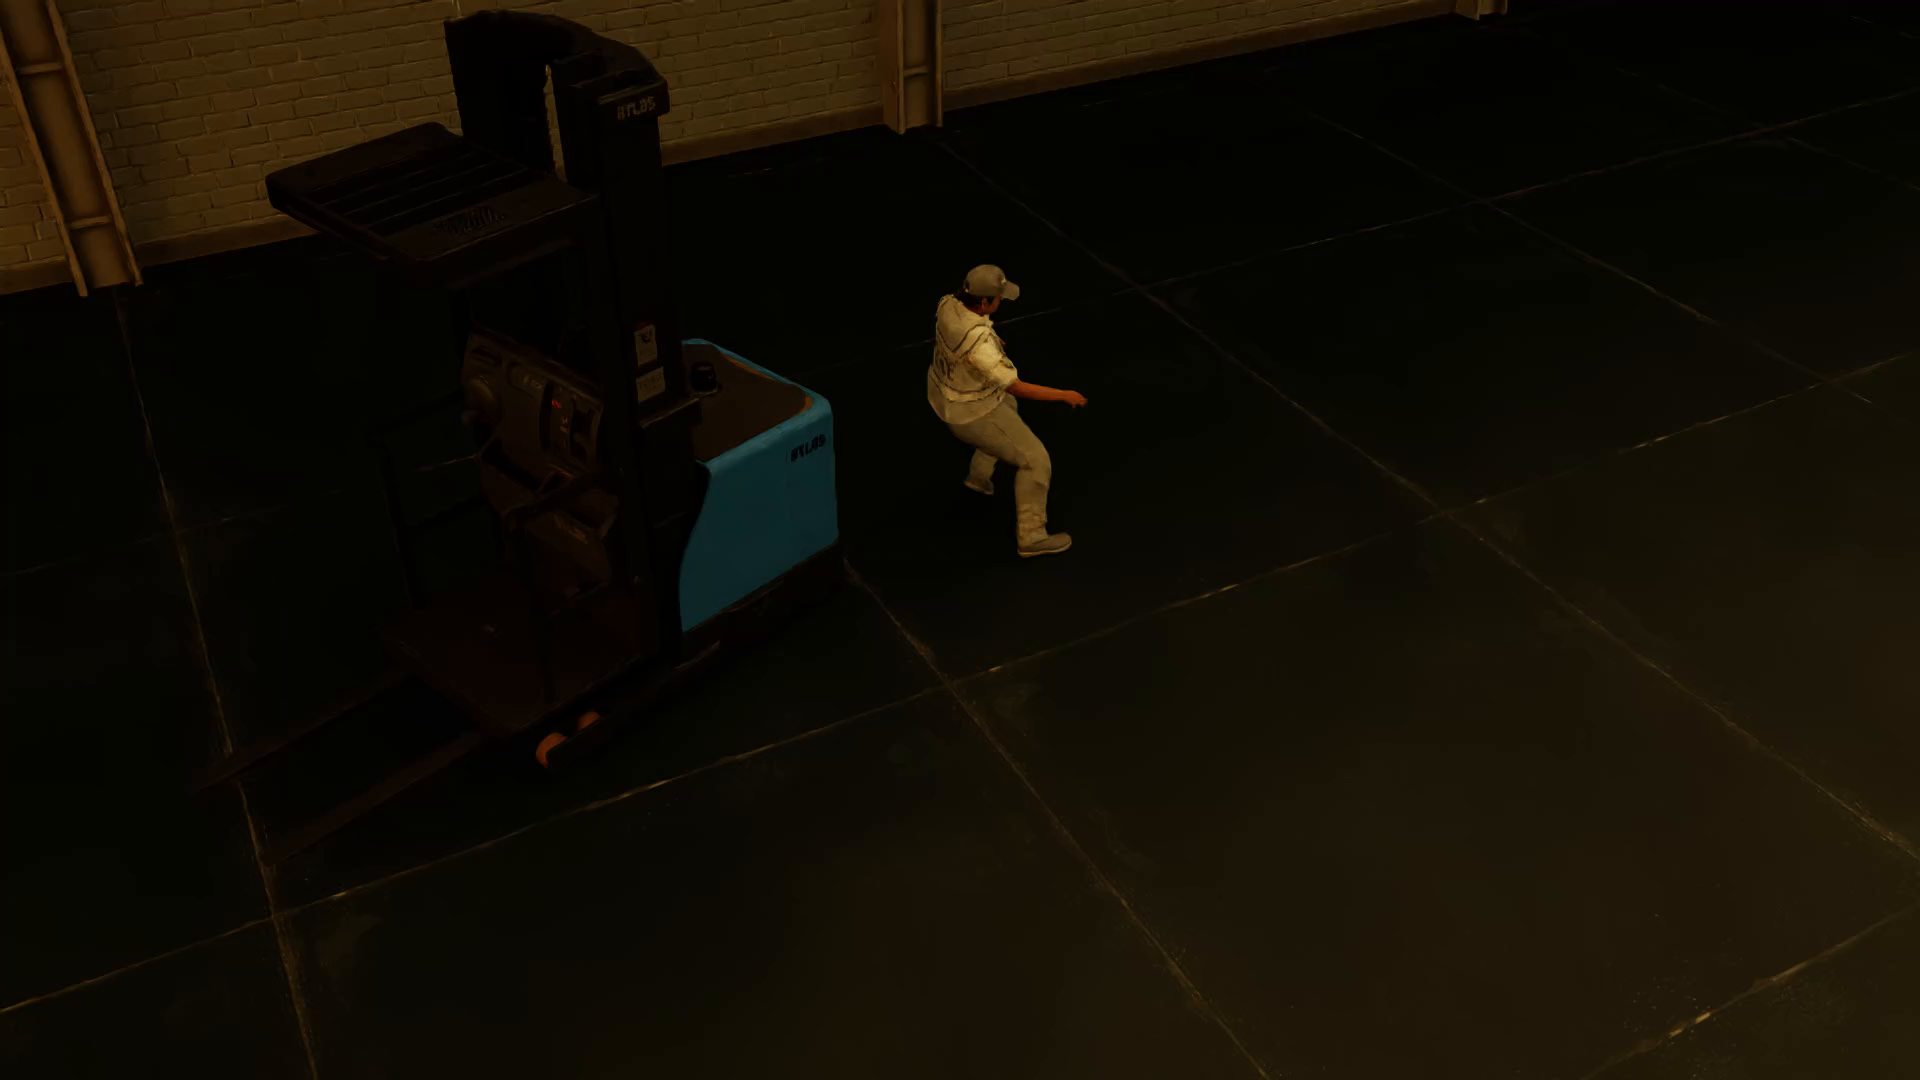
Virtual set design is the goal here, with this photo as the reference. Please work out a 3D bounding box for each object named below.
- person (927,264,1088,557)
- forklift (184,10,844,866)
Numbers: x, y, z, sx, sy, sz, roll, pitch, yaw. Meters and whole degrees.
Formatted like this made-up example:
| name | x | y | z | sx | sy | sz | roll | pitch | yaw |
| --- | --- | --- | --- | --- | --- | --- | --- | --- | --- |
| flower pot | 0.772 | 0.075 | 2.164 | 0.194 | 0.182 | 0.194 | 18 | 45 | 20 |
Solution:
| name | x | y | z | sx | sy | sz | roll | pitch | yaw |
| --- | --- | --- | --- | --- | --- | --- | --- | --- | --- |
| person | 0.216 | -0.731 | 8.383 | 0.679 | 1.507 | 0.816 | -13 | 37 | -17 |
| forklift | -1.938 | -0.523 | 6.863 | 1.130 | 2.935 | 3.031 | 27 | 44 | 33 |
